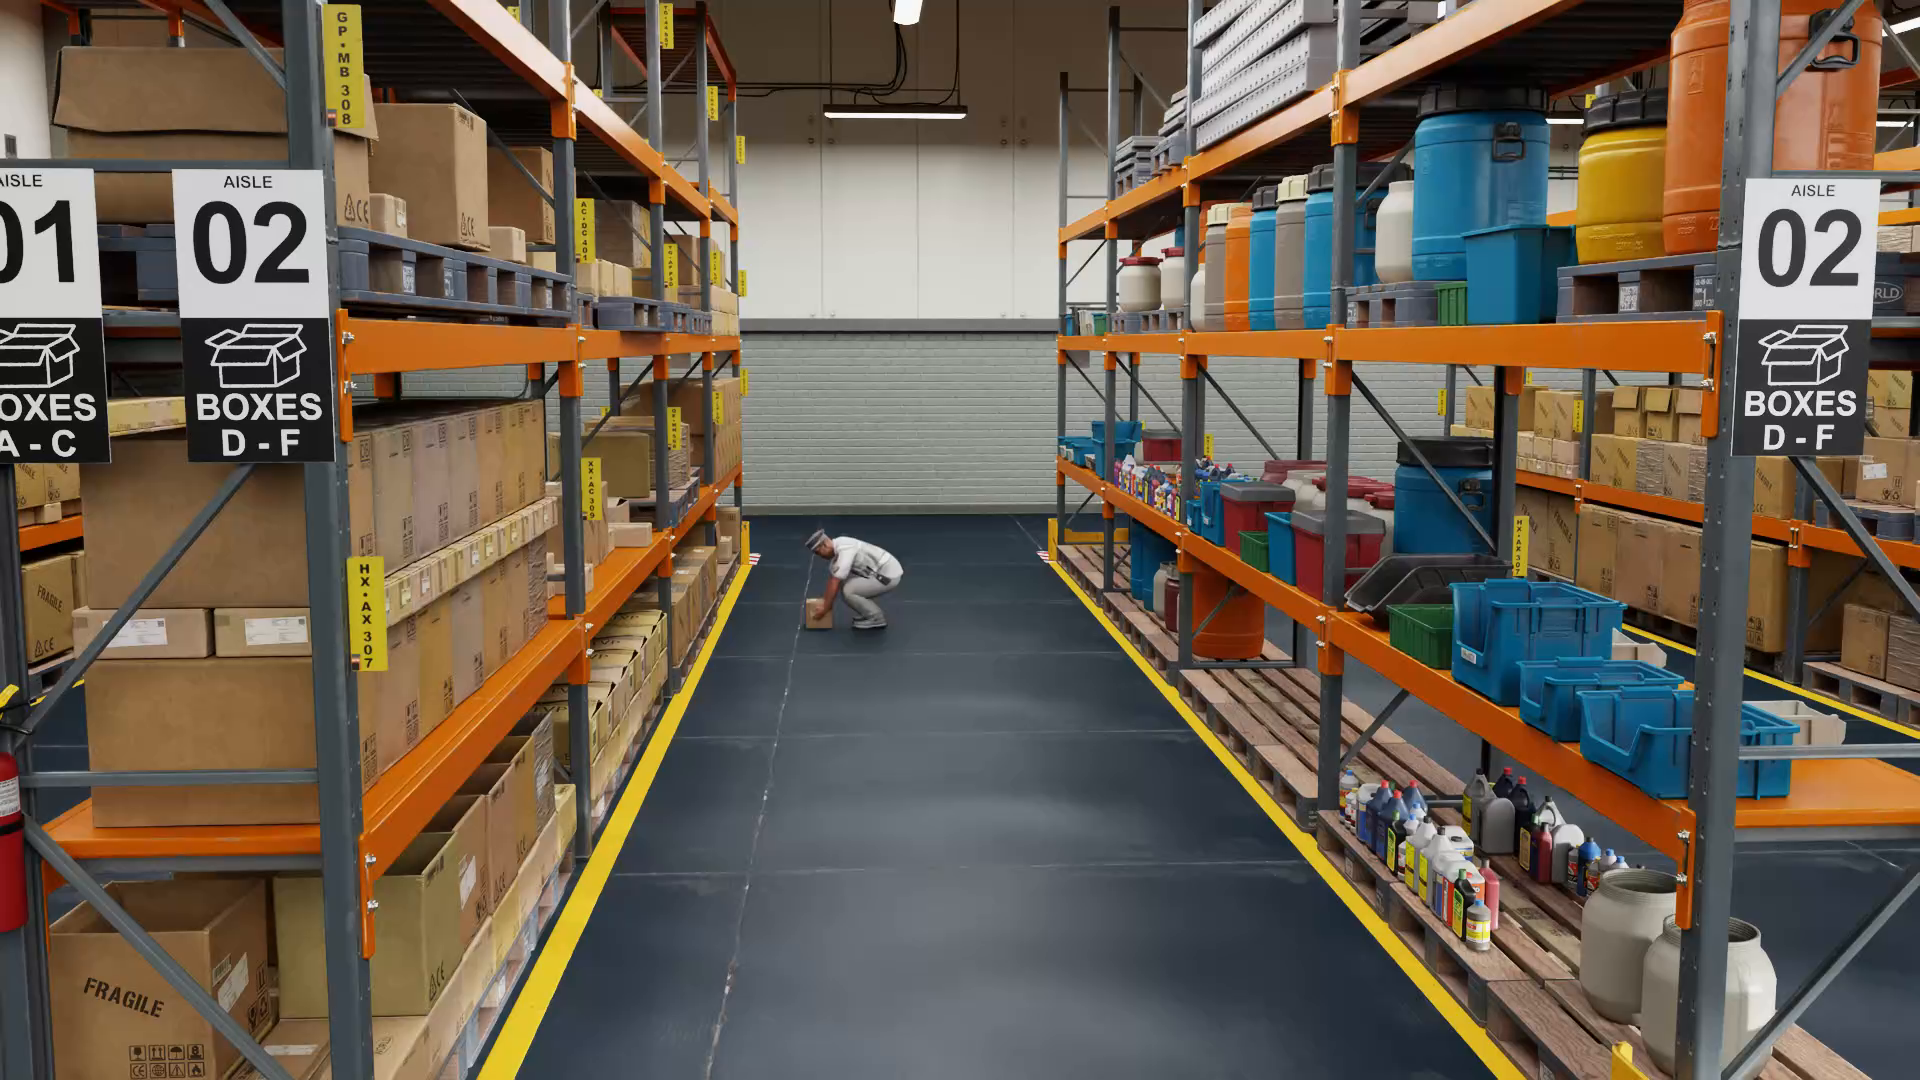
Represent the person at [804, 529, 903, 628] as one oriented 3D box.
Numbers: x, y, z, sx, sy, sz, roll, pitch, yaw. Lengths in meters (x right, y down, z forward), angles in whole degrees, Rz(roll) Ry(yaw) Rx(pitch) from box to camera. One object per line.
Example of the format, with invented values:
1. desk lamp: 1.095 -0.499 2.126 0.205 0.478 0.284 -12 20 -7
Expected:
1. person: -1.023 0.363 16.056 0.952 0.958 0.567 0 7 -4
